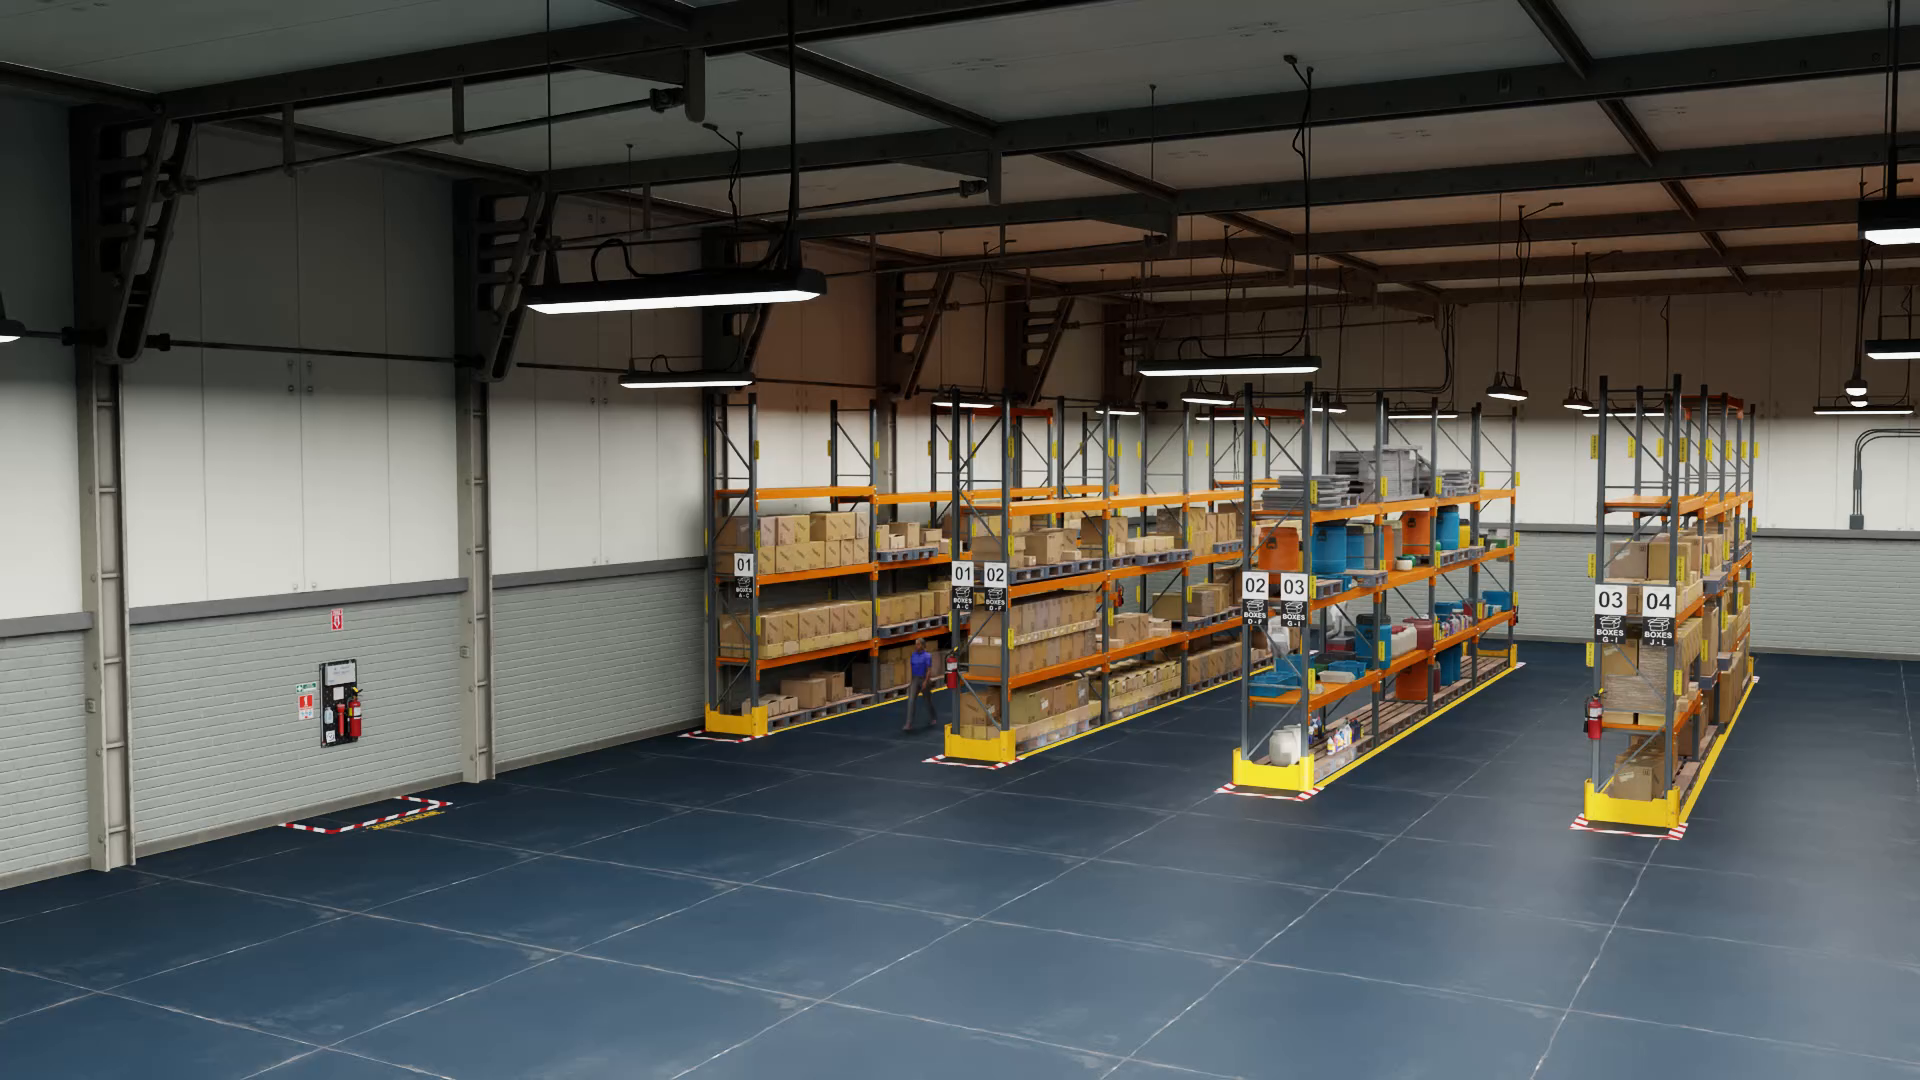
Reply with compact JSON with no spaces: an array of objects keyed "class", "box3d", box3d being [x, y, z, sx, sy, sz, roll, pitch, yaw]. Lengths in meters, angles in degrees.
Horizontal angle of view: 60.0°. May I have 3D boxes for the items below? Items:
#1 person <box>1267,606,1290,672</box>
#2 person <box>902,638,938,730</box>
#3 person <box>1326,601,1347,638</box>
[{"class":"person","box3d":[6.850,2.239,35.779,0.505,1.674,0.516,2,3,28]},{"class":"person","box3d":[-0.714,2.562,29.854,0.474,1.607,0.937,2,4,29]},{"class":"person","box3d":[9.411,1.913,41.609,0.528,1.661,0.587,-3,4,-44]}]
